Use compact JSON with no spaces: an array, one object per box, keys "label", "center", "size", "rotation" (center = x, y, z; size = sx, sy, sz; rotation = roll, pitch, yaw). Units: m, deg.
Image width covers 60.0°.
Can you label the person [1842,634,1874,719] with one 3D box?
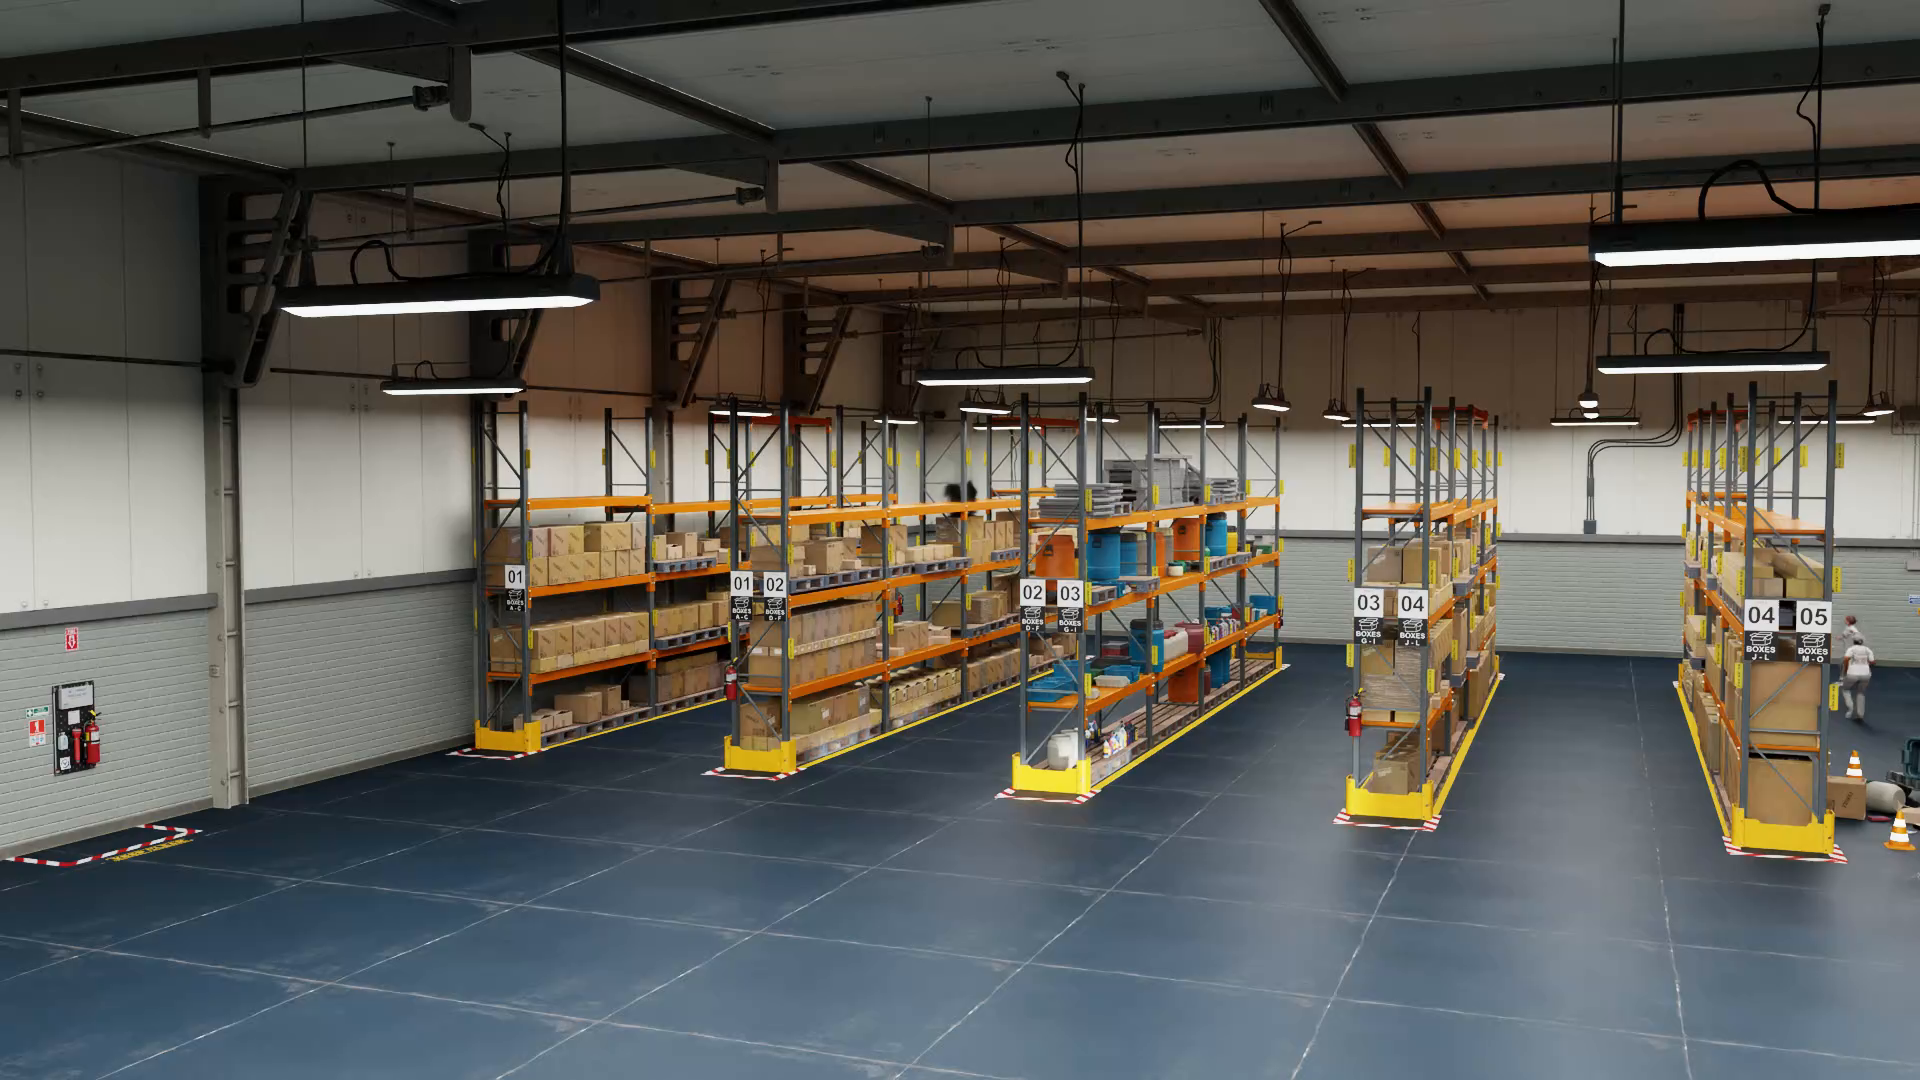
[{"label":"person","center":[17.262,2.625,32.019],"size":[0.599,1.647,0.622],"rotation":[1,3,12]}]

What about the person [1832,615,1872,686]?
[{"label":"person","center":[19.584,2.428,36.473],"size":[0.794,1.574,0.540],"rotation":[1,3,22]}]
